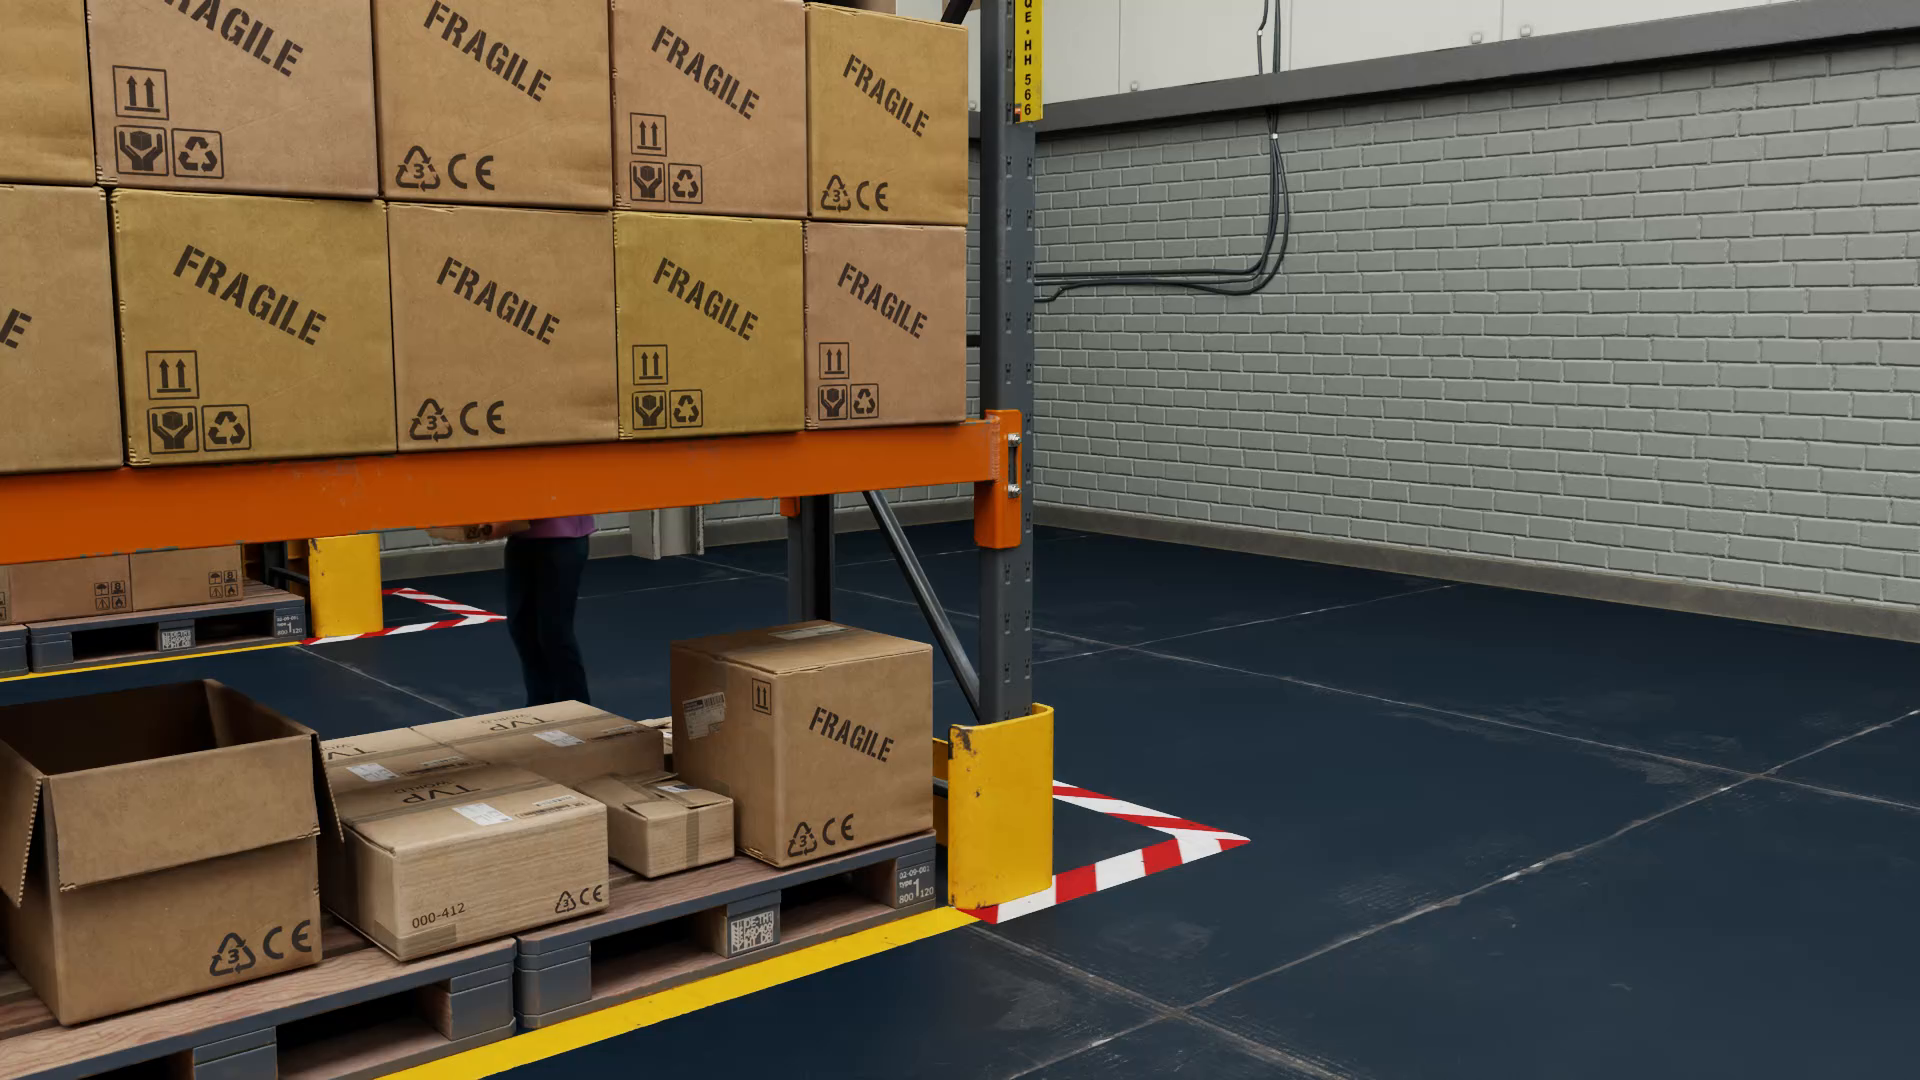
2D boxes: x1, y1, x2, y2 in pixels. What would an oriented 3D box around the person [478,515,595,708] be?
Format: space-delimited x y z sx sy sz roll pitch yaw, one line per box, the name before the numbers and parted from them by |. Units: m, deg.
person | -1.523 0.009 5.789 0.419 1.586 0.482 8 11 44
